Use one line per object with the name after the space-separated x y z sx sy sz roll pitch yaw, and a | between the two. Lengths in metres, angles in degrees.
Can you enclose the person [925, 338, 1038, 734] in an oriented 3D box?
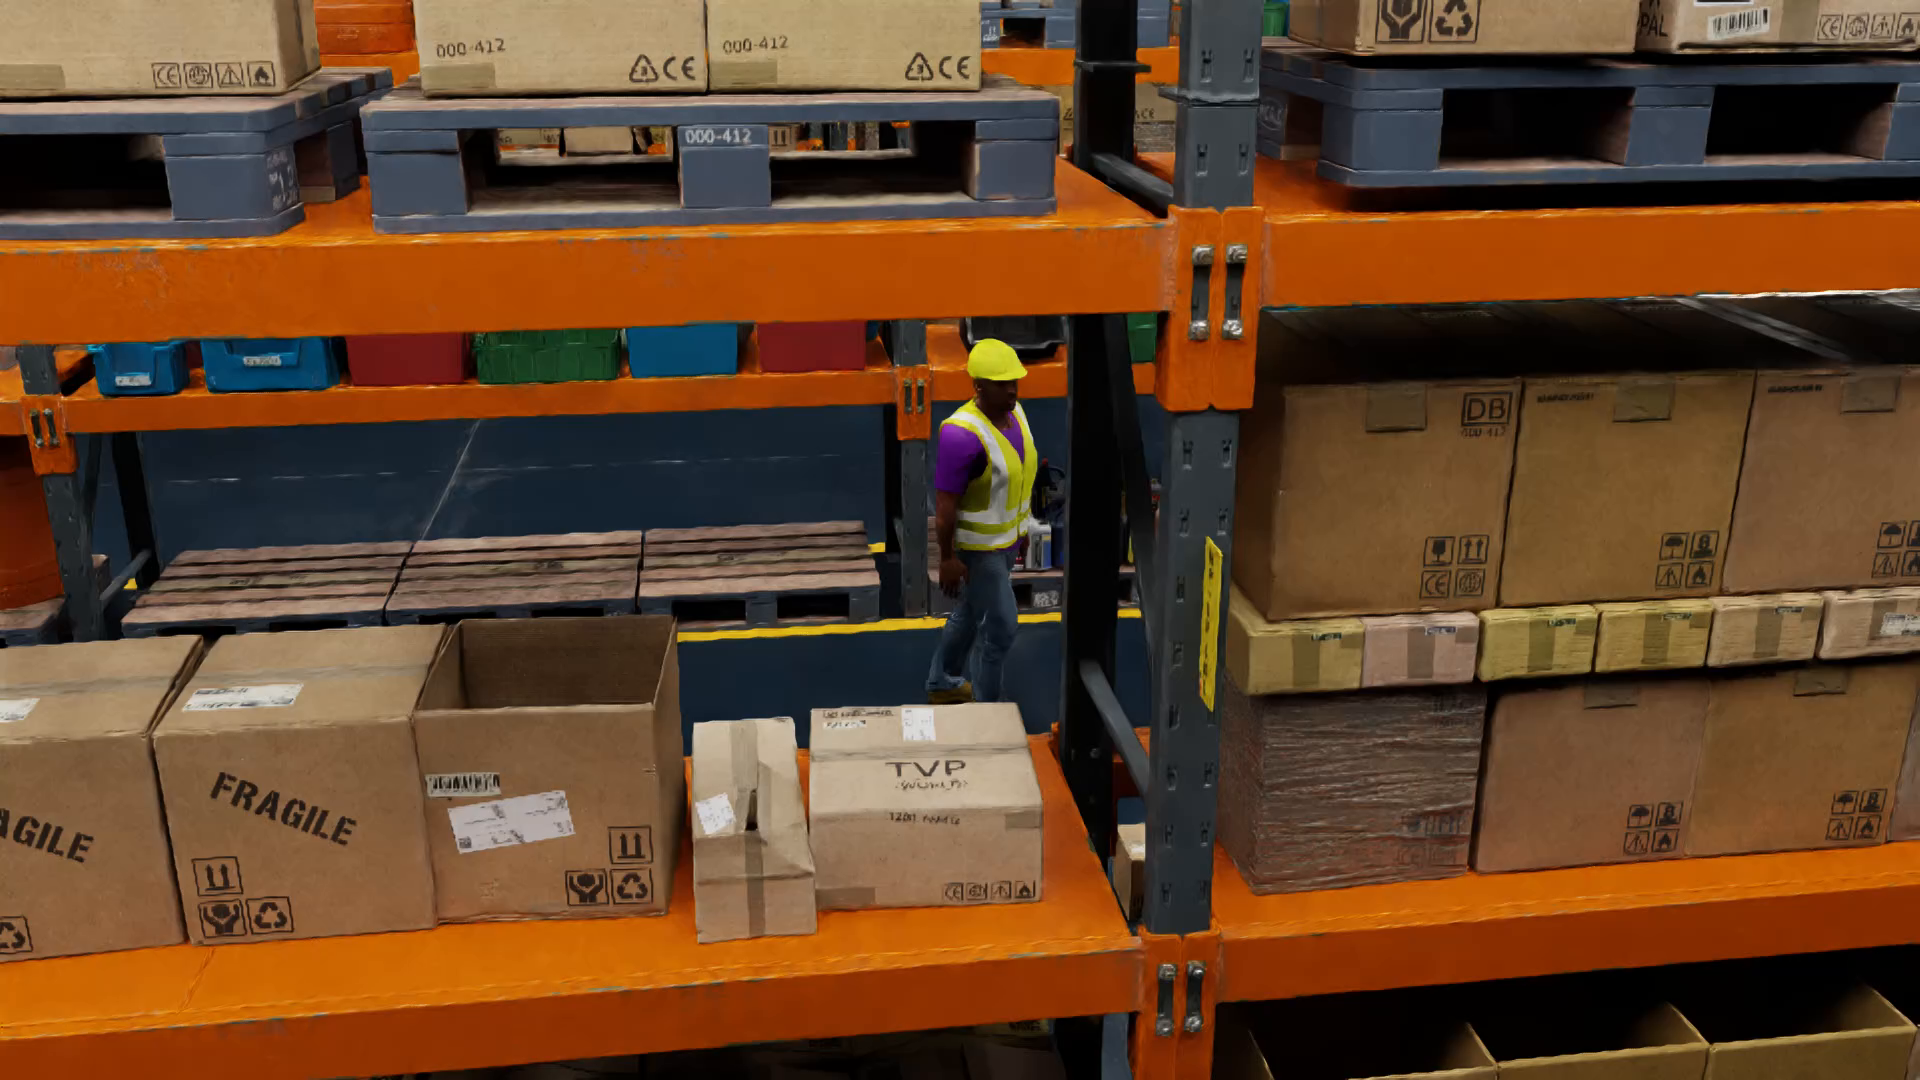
0.081 -0.010 7.077 0.581 1.755 0.599 10 22 25 | person
